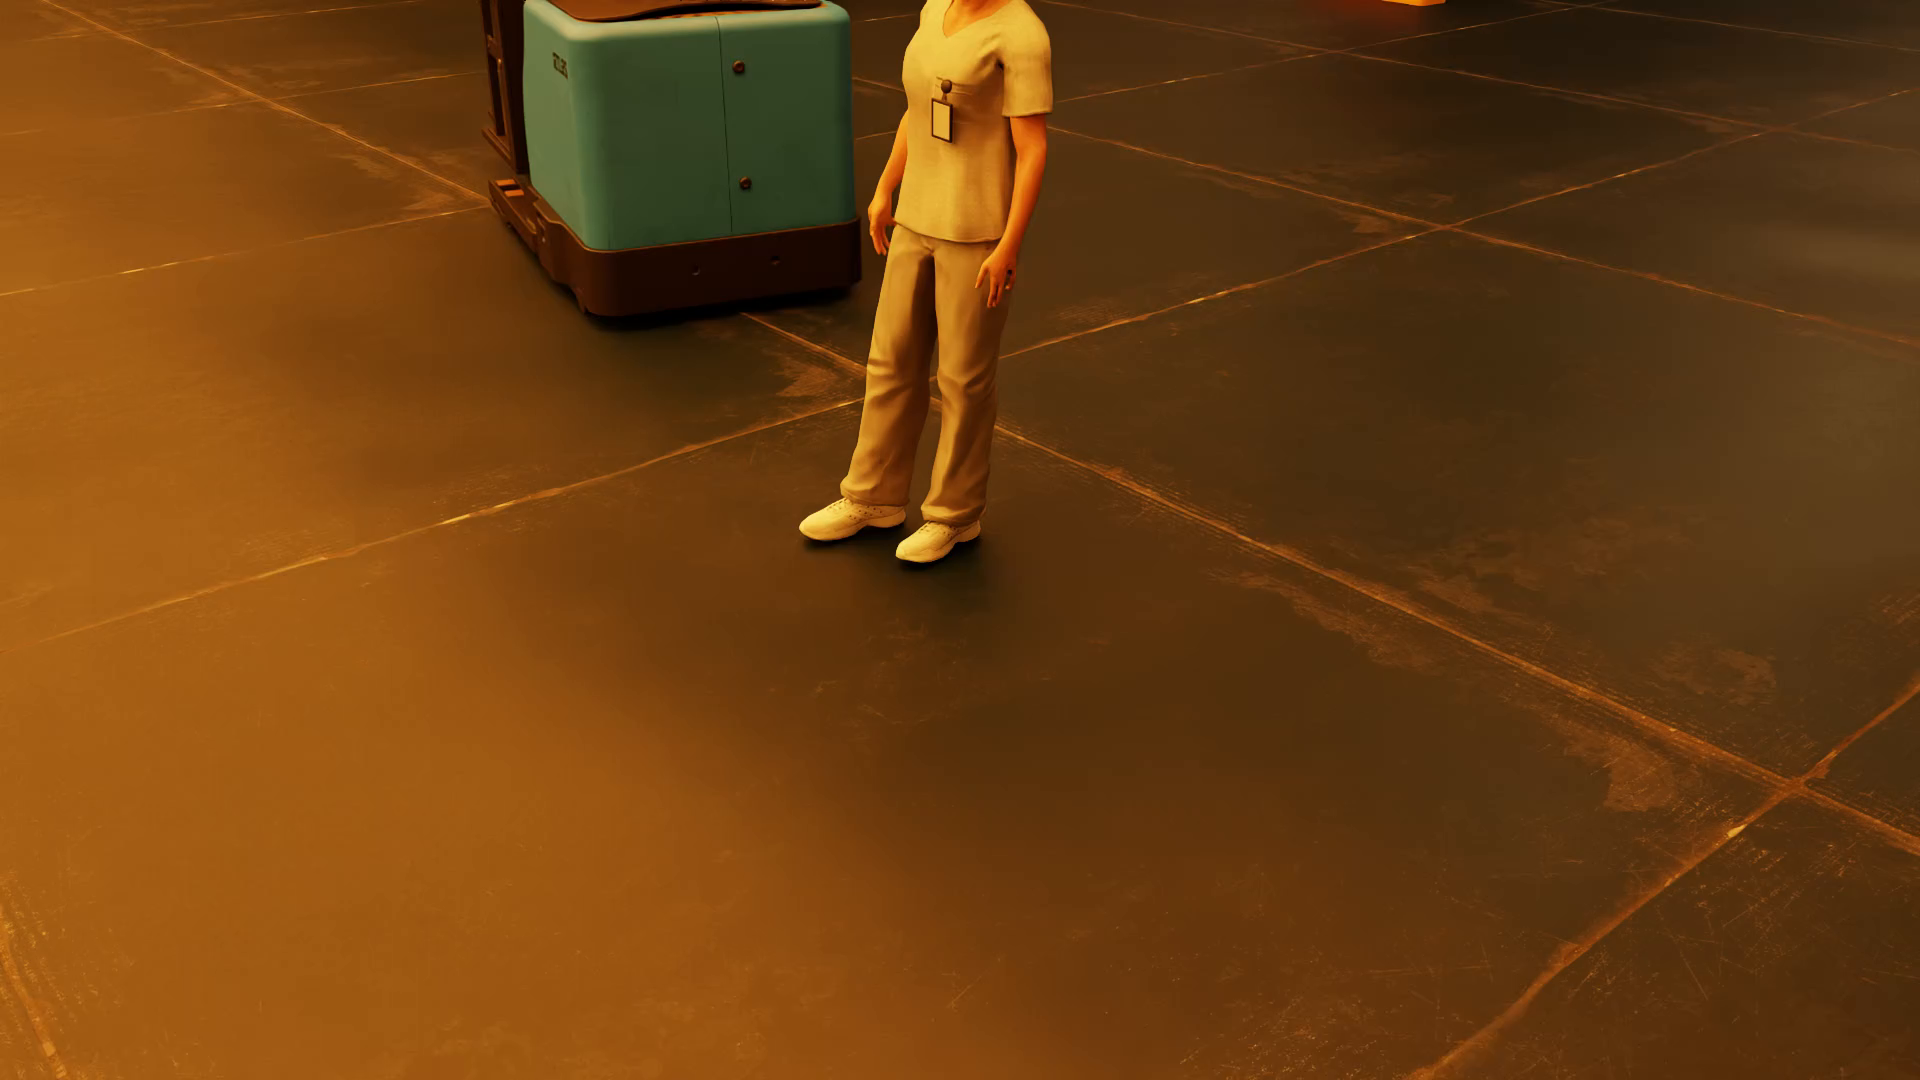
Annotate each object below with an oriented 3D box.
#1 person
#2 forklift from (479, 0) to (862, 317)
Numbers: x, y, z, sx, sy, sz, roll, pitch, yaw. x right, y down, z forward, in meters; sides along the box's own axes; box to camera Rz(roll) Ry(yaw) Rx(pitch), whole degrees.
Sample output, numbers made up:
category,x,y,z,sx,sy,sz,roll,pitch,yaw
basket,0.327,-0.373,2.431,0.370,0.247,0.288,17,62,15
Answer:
category,x,y,z,sx,sy,sz,roll,pitch,yaw
person,-0.065,-0.737,4.095,0.549,1.665,0.549,-20,33,-35
forklift,-1.444,-2.741,6.728,1.130,2.935,3.031,-11,29,-22
